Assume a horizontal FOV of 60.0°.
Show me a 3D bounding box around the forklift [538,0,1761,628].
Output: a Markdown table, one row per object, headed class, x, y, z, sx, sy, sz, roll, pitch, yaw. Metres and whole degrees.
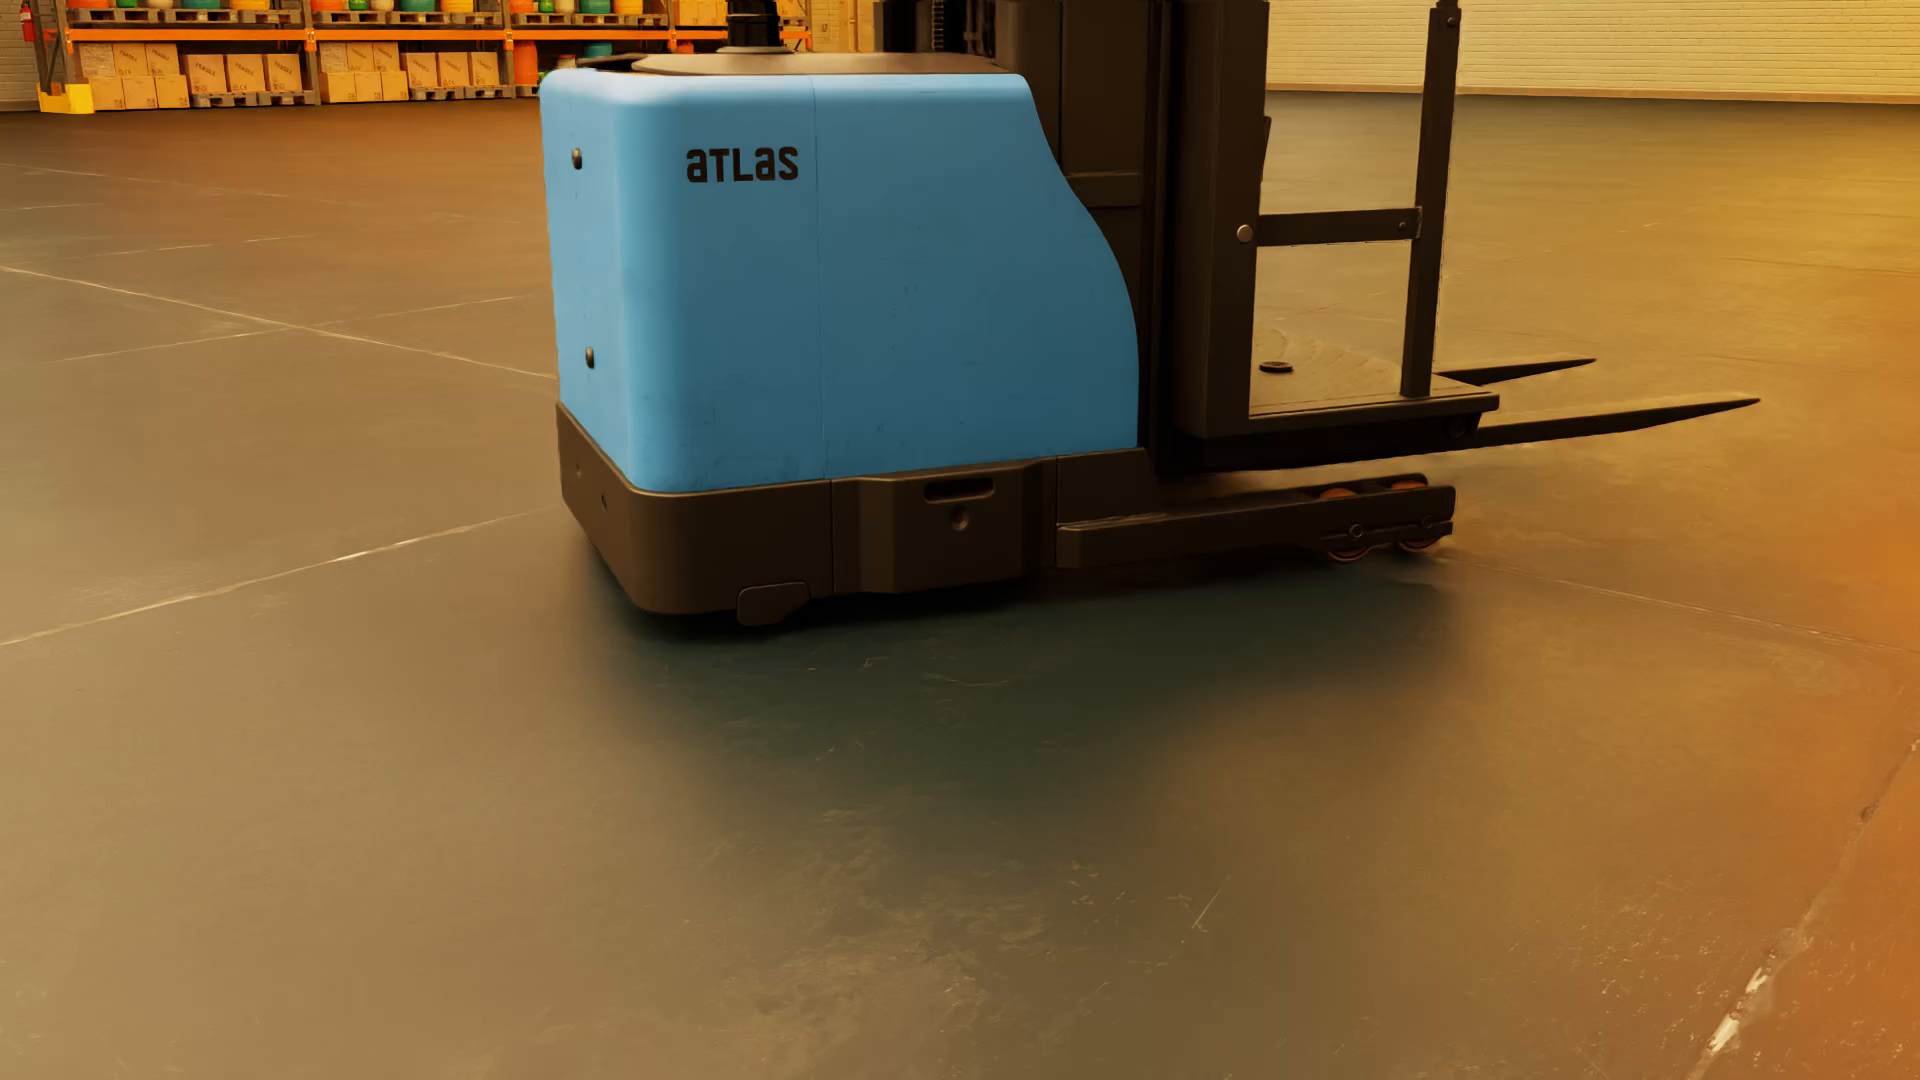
| class | x | y | z | sx | sy | sz | roll | pitch | yaw |
| --- | --- | --- | --- | --- | --- | --- | --- | --- | --- |
| forklift | 0.599 | -1.487 | 3.793 | 3.031 | 2.935 | 1.130 | -7 | 18 | -21 |
